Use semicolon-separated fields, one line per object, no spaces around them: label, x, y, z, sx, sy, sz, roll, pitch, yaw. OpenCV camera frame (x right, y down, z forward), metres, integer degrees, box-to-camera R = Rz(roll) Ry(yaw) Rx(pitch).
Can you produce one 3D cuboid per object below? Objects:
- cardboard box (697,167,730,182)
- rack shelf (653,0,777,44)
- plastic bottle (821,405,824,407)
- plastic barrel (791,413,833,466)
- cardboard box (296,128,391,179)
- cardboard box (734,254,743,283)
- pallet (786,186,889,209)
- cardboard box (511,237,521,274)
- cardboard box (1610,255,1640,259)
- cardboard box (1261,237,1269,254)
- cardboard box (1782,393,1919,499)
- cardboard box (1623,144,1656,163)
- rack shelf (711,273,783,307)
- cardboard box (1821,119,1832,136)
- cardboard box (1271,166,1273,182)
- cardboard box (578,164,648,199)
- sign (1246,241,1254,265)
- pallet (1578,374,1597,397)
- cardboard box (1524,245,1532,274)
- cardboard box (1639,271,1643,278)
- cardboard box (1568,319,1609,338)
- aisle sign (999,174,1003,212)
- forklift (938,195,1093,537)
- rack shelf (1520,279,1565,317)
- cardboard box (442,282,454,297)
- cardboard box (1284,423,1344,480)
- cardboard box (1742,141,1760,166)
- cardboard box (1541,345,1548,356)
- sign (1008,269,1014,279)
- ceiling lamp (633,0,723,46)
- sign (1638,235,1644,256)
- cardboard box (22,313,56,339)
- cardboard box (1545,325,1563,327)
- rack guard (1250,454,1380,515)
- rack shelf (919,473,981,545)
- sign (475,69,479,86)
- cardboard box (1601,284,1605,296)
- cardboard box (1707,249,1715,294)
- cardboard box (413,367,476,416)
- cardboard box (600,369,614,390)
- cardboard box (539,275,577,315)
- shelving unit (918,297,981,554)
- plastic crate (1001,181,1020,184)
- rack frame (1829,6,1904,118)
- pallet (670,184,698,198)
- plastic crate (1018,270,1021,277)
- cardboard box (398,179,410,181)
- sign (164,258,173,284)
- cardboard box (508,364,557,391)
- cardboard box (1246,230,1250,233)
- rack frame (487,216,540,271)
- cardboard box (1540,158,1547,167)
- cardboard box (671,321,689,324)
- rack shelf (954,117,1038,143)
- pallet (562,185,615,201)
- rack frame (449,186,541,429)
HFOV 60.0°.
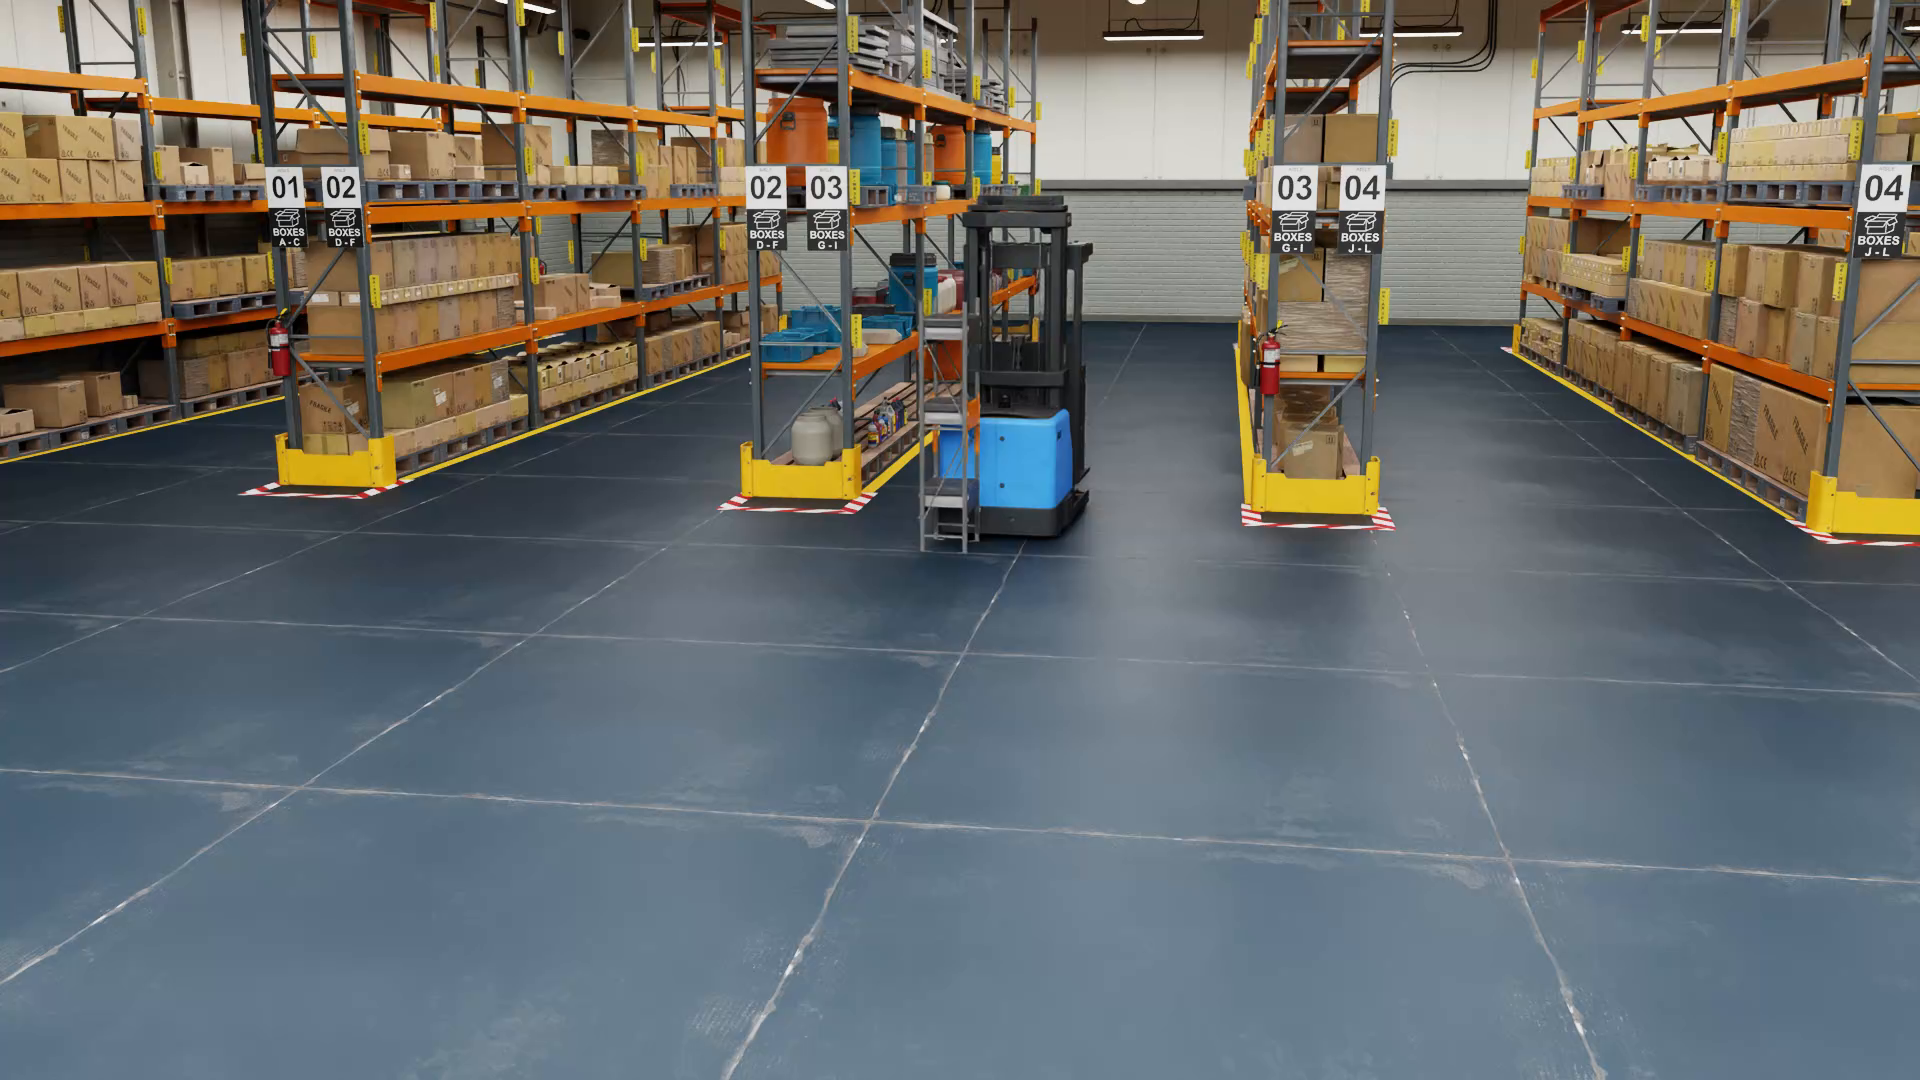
cardboard box;-4.271;-6.289;28.606;0.500;0.250;0.500;2;12;9
rack shelf;-4.284;-9.181;29.552;1.077;0.370;4.000;2;12;9
plastic bottle;-1.557;-1.370;18.973;0.144;0.351;0.185;2;12;8
plastic barrel;-1.518;-1.028;17.052;0.421;0.512;0.421;0;12;0
cardboard box;-6.345;-3.971;17.103;0.797;0.503;0.637;3;12;13
cardboard box;-4.169;-4.811;29.462;0.500;0.500;0.500;2;12;10
pallet;-1.320;-3.442;16.675;1.003;0.211;1.213;2;12;9
cardboard box;-9.041;-5.439;31.901;0.980;0.700;0.700;2;12;8
cardboard box;10.172;-4.283;25.432;0.380;0.149;0.250;2;12;7
cardboard box;3.570;-3.065;18.279;0.500;0.500;0.500;2;12;9
cardboard box;8.275;-0.867;15.443;0.875;0.875;0.875;2;12;9
cardboard box;9.336;-5.312;22.846;0.396;0.266;0.258;2;12;9
rack shelf;-4.284;-4.623;30.534;1.077;0.370;4.000;2;12;9
cardboard box;8.032;-3.731;15.035;0.380;0.149;0.250;2;12;10
cardboard box;3.085;-3.395;15.415;0.380;0.149;0.250;2;12;9
cardboard box;-5.173;-5.333;24.762;0.910;0.500;0.500;2;12;9
sign;4.032;-3.987;23.128;0.100;0.325;0.005;2;12;9
pallet;9.778;-2.275;24.549;1.003;0.211;1.213;2;12;9
cardboard box;10.355;-4.998;29.619;0.500;0.500;0.500;2;12;11
cardboard box;9.894;-3.761;23.718;0.380;0.149;0.250;2;12;9
cardboard box;9.707;-3.260;25.656;0.500;0.250;0.500;1;12;6
aisle sign;0.635;-6.525;31.482;0.394;0.787;0.004;2;12;9
forklift;0.627;-1.723;15.532;1.130;2.935;3.031;3;12;12
rack shelf;10.389;-4.120;28.197;1.077;0.370;4.000;2;12;9
cardboard box;-5.927;-2.821;18.687;0.380;0.149;0.250;2;12;9
cardboard box;3.463;-0.852;16.262;0.500;0.500;0.500;4;13;19
cardboard box;8.423;-3.985;17.158;0.500;0.250;0.500;2;12;8
cardboard box;9.964;-3.175;27.876;0.380;0.149;0.250;2;12;9
sign;0.845;-4.514;27.664;0.100;0.325;0.005;2;12;9
ceiling lamp;-5.964;-11.814;34.097;2.000;3.185;0.800;2;12;9
sign;10.630;-4.604;25.988;0.100;0.325;0.005;2;12;9
cardboard box;-10.794;-2.462;19.108;0.500;0.250;0.500;2;12;8
cardboard box;10.153;-3.562;28.260;0.380;0.149;0.250;2;12;9
rack guard;3.362;-0.533;15.779;1.175;0.500;0.348;2;12;9
rack shelf;-0.085;-0.268;14.142;0.431;0.518;0.480;3;12;12
sign;-9.419;-9.037;32.473;0.100;0.325;0.005;2;12;9
cardboard box;9.128;-3.474;23.093;0.380;0.149;0.250;2;12;8
cardboard box;8.922;-3.031;18.827;0.700;0.500;0.500;2;12;8
cardboard box;-5.902;-1.705;19.034;0.500;0.500;0.500;2;12;9
cardboard box;-5.203;-2.258;23.379;0.500;0.250;0.500;2;12;10
cardboard box;-5.530;-3.315;22.520;0.500;0.500;0.500;2;12;9
shelving unit;-0.085;-0.966;13.992;0.431;2.100;0.503;3;12;12
plastic crate;0.764;-6.049;28.634;0.497;0.269;0.590;2;12;9
rack frame;15.603;-7.681;28.775;1.000;3.000;0.127;2;12;9
pallet;-4.918;-5.584;26.608;1.213;0.211;1.003;2;12;9
plastic crate;0.912;-4.895;30.570;0.396;0.136;0.243;2;12;9
cardboard box;-9.731;-6.269;28.061;0.700;0.500;0.500;1;12;6
sign;-10.180;-3.460;21.374;0.100;0.325;0.005;2;12;9
cardboard box;-5.512;-2.107;21.347;0.500;0.311;0.500;2;12;9
cardboard box;5.394;-5.313;29.896;0.500;0.500;0.500;2;12;7
rack frame;-8.872;-5.551;33.131;1.000;3.000;0.127;2;12;9
cardboard box;10.213;-6.503;28.651;0.380;0.149;0.250;2;12;9
cardboard box;-4.907;-3.459;28.312;0.500;0.500;0.500;1;12;6
rack shelf;0.610;-7.199;29.195;1.077;0.370;4.000;2;12;9
pallet;-5.392;-4.723;22.617;1.003;0.211;1.213;2;12;11
rack frame;-5.822;-2.893;20.799;1.000;3.000;0.127;2;12;9
